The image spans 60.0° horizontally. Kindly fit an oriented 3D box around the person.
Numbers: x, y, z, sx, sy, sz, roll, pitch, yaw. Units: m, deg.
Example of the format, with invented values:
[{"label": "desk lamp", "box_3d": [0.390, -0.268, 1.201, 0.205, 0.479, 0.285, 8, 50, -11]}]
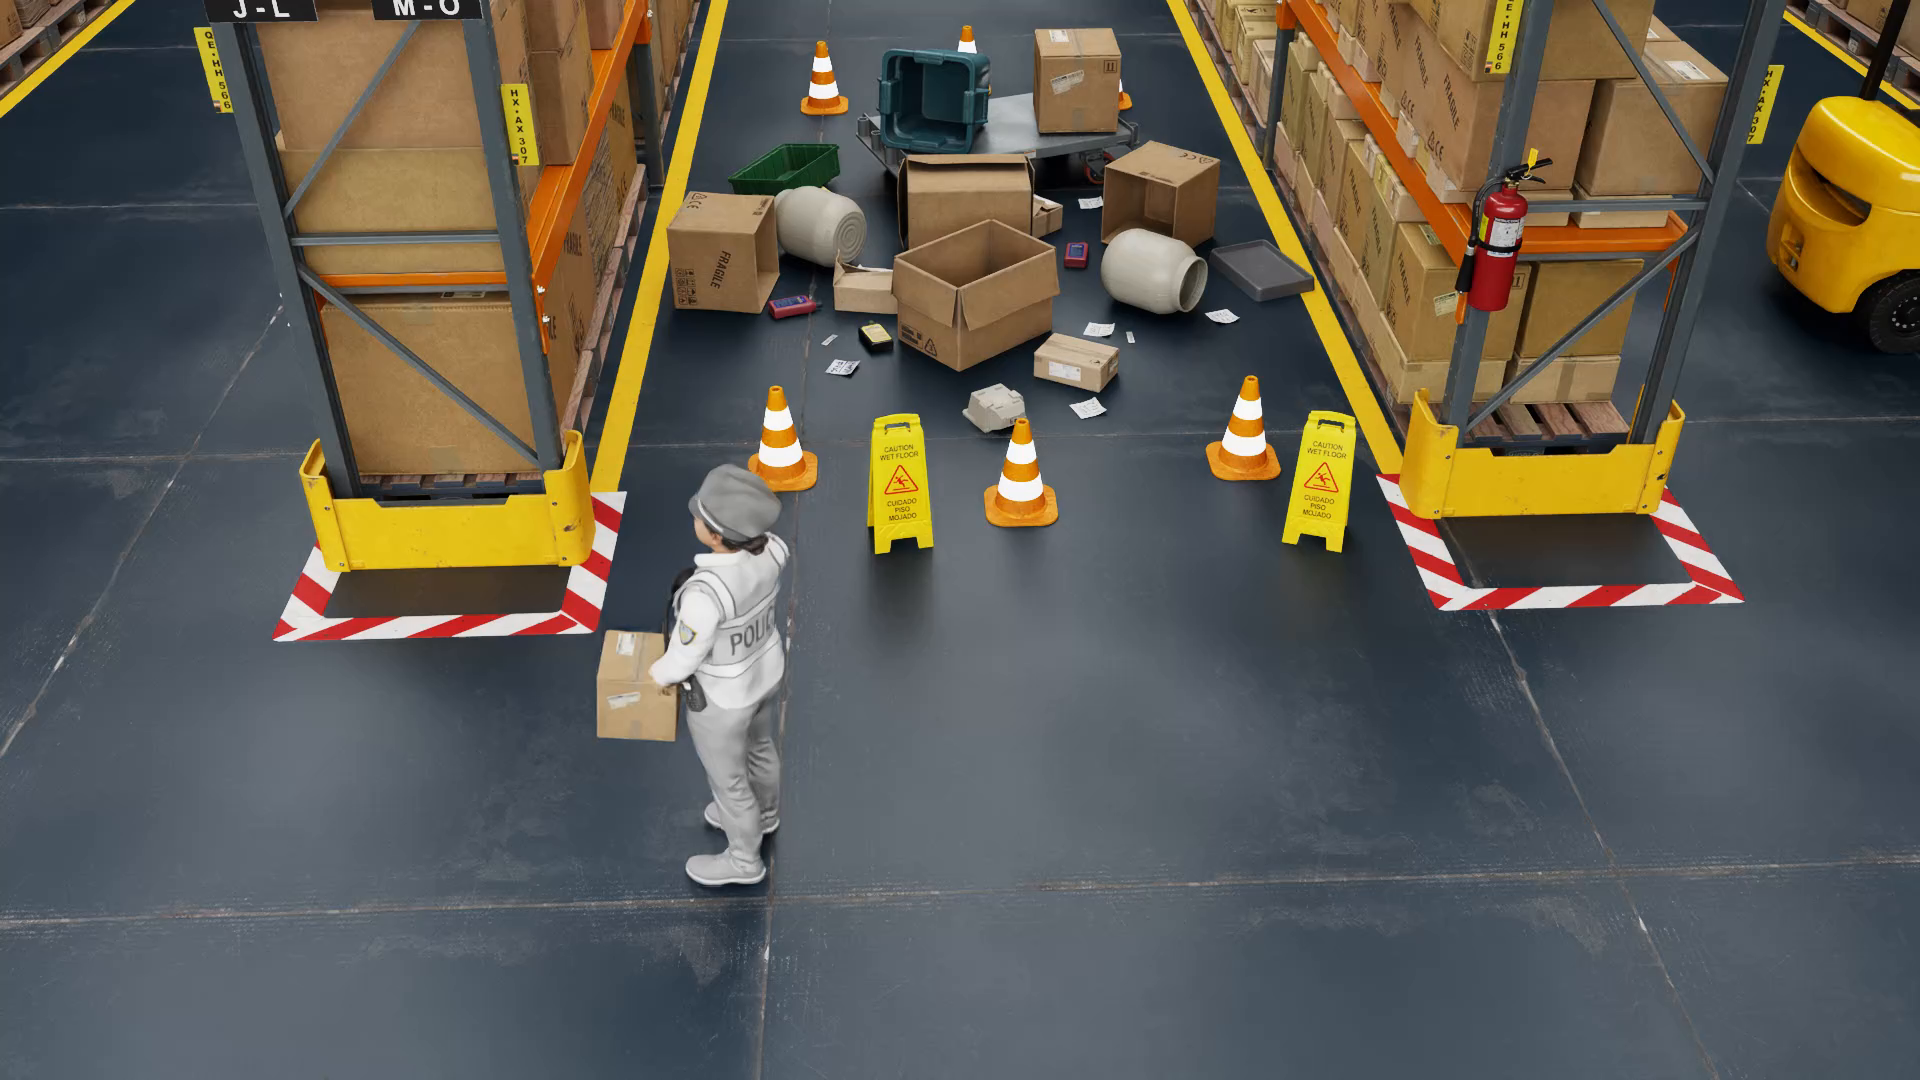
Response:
[{"label": "person", "box_3d": [-0.781, 0.466, 5.450, 0.512, 1.699, 0.493, 18, 39, 23]}]
